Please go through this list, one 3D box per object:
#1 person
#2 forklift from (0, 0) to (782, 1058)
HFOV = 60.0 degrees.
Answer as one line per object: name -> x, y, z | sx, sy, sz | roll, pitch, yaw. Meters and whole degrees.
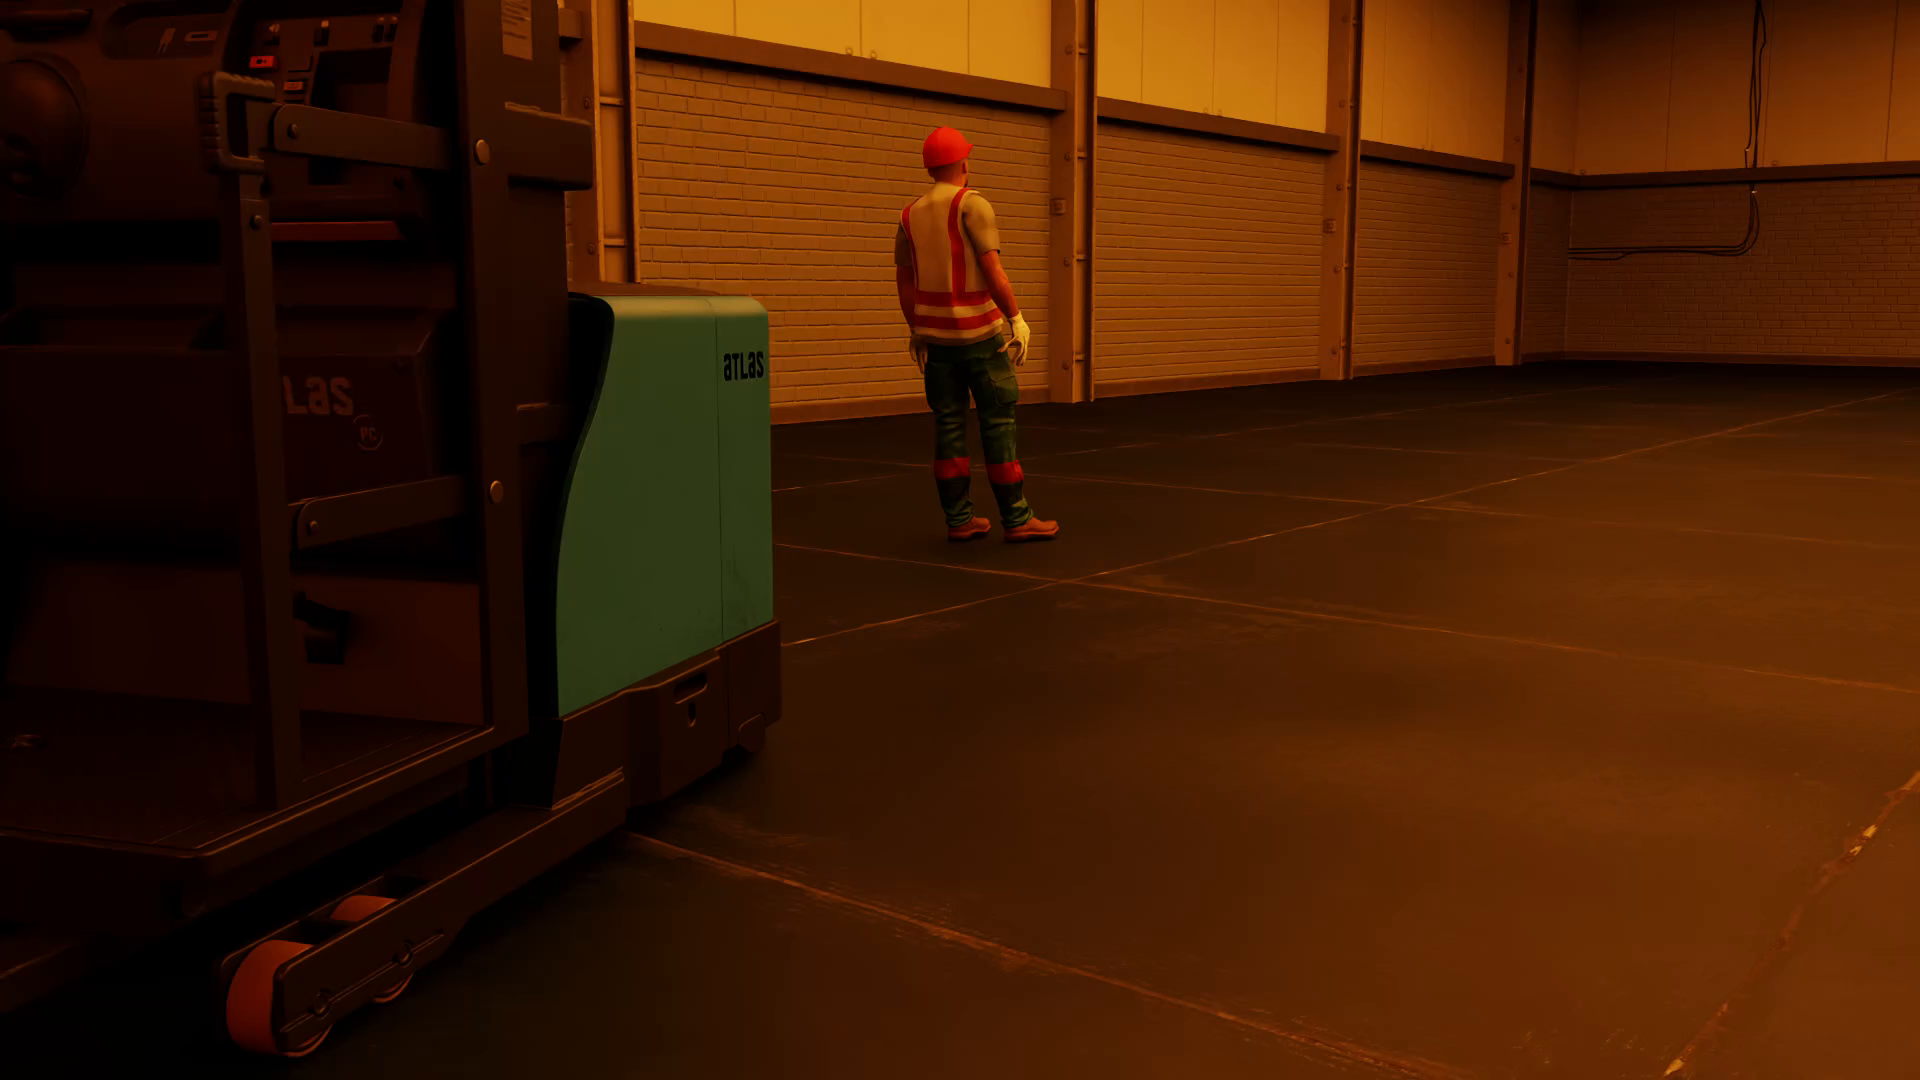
person -> 0.060, -0.900, 7.328 | 0.637, 1.787, 0.564 | 7, 11, 38
forklift -> -1.355, -0.777, 2.590 | 1.130, 2.935, 3.031 | 3, 9, 17
